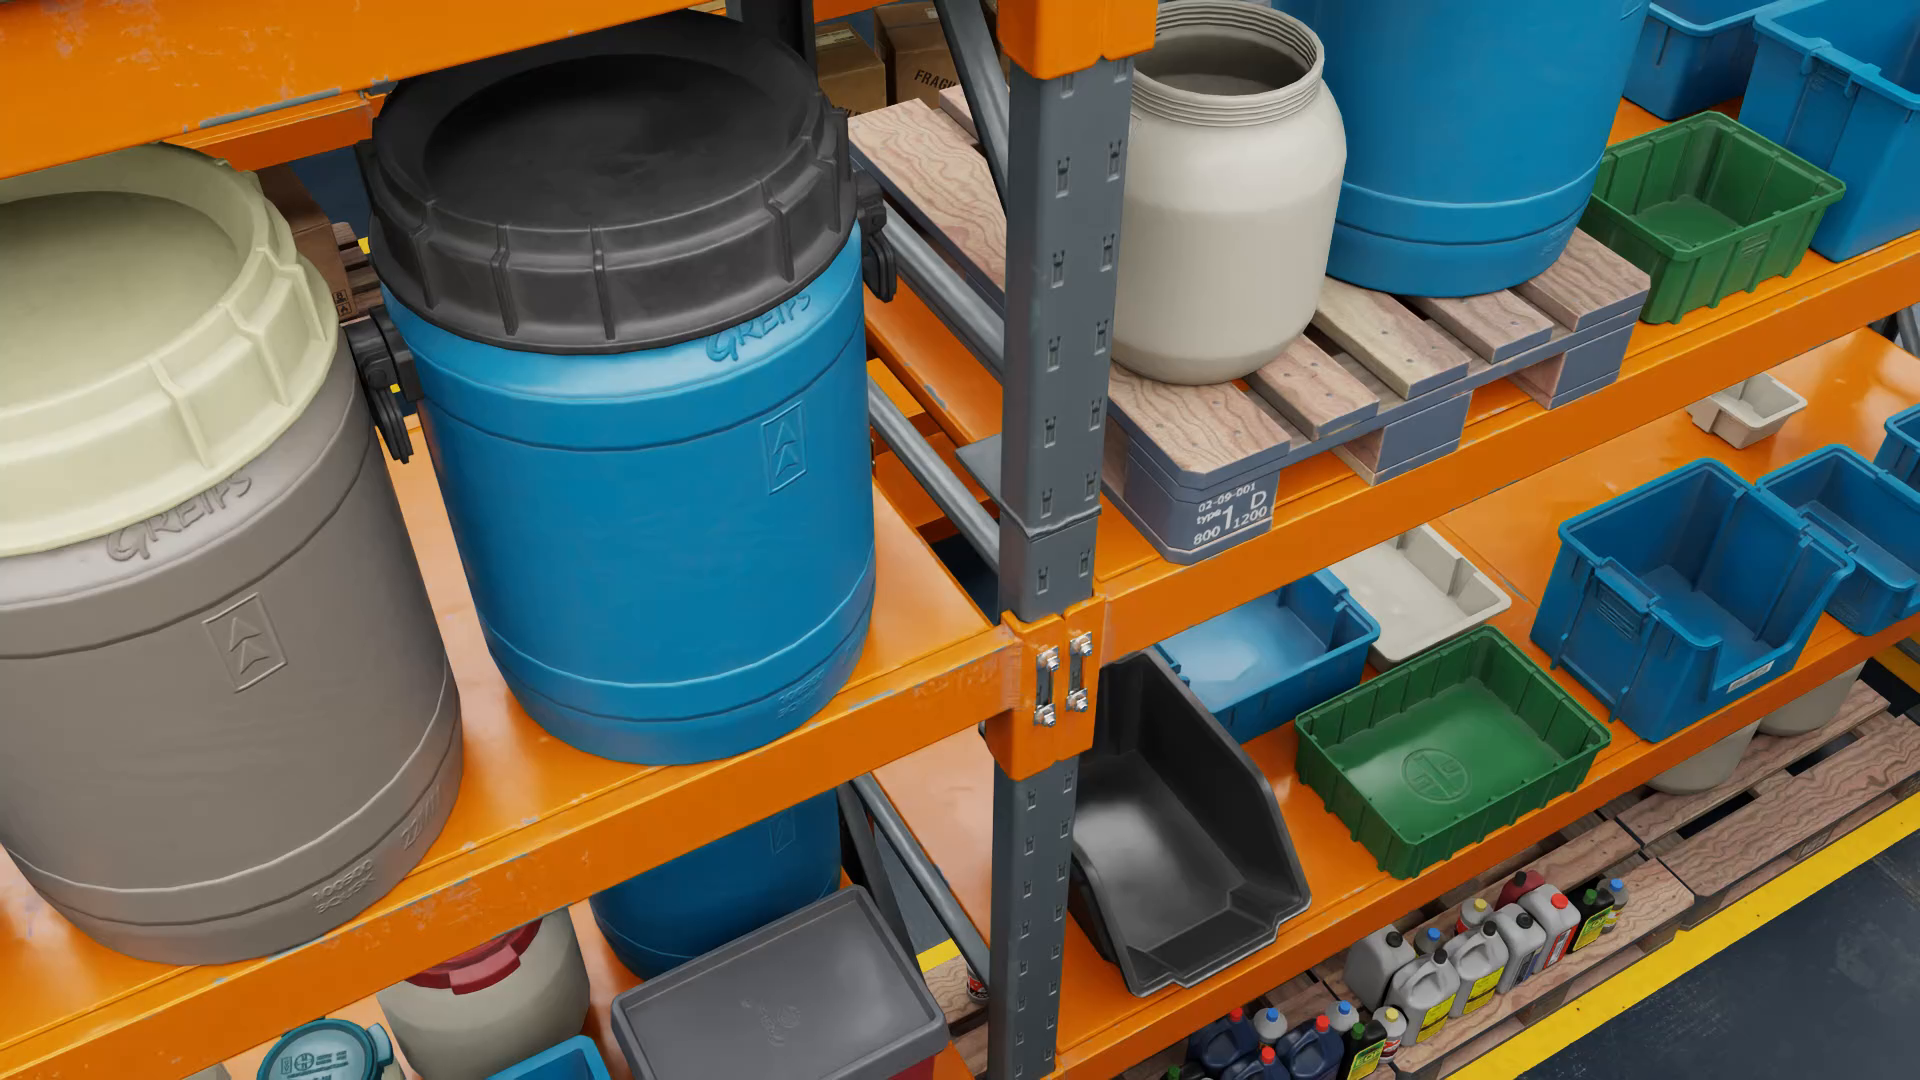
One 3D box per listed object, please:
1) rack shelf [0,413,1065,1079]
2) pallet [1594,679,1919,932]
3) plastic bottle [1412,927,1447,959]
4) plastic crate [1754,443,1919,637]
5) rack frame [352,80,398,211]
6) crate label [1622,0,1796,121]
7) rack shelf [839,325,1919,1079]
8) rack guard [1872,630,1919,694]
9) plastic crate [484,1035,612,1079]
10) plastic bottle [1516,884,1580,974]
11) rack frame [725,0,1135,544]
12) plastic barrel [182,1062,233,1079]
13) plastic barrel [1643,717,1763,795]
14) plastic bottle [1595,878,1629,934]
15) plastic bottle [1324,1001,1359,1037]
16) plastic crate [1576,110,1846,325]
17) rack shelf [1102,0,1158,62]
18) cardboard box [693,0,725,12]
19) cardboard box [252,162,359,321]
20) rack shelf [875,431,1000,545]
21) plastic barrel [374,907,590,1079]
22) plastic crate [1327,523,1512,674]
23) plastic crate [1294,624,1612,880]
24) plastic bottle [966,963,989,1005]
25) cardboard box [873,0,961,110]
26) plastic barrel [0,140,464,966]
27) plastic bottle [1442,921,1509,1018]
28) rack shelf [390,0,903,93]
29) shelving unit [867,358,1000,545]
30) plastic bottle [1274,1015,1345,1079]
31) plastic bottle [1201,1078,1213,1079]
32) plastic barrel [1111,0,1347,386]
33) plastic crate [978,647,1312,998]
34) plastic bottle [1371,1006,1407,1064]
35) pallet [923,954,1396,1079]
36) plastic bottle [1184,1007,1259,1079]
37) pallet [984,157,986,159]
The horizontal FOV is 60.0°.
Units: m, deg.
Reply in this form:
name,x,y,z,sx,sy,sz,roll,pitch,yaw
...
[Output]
name,x,y,z,sx,sy,sz,roll,pitch,yaw
rack shelf,-1.826,0.634,2.306,4.000,0.370,1.077,-22,48,-21
pallet,2.627,0.704,5.873,1.213,0.211,1.003,-22,48,-21
plastic bottle,1.410,1.239,5.012,0.097,0.201,0.097,0,44,0
plastic crate,2.525,0.000,4.703,0.408,0.251,0.499,-22,48,-21
rack frame,-2.560,-2.233,6.897,0.127,3.000,1.000,-22,48,-21
crate label,1.589,-1.203,3.789,0.408,0.251,0.502,-22,48,-21
rack shelf,1.642,0.322,4.781,4.000,0.370,1.077,-22,48,-21
rack guard,3.334,0.322,6.059,0.348,0.500,1.175,-22,48,-21
plastic crate,-0.894,1.334,3.233,0.575,0.384,0.392,-22,48,-21
plastic bottle,1.770,1.162,5.038,0.135,0.276,0.152,-21,48,-21
rack frame,-0.092,-1.395,1.726,0.127,3.000,1.000,-22,48,-21
plastic barrel,-1.667,1.163,3.300,0.433,0.535,0.433,0,44,0
plastic barrel,2.409,0.561,5.503,0.421,0.512,0.421,0,44,0
plastic bottle,2.002,1.118,5.137,0.097,0.201,0.097,0,44,0
plastic bottle,1.087,1.411,4.786,0.097,0.271,0.097,0,44,0
plastic crate,1.412,-0.626,3.239,0.450,0.188,0.336,-22,48,-21
rack shelf,1.642,-1.687,2.831,4.000,0.370,1.077,-22,48,-21
cardboard box,-1.152,-2.484,7.336,0.250,0.149,0.380,-22,48,-21
cardboard box,-3.103,-1.294,7.408,0.500,0.500,0.700,-25,50,-24
rack shelf,-0.006,-0.226,6.526,1.000,0.278,0.538,-22,48,-21
plastic barrel,-1.031,0.909,3.562,0.433,0.535,0.433,0,44,0
plastic crate,1.190,0.136,4.645,0.437,0.136,0.530,-22,48,-21
plastic crate,1.225,0.533,4.199,0.662,0.188,0.450,-22,48,-21
plastic bottle,0.067,1.290,4.960,0.097,0.201,0.097,0,44,0
cardboard box,-0.142,-2.440,8.604,0.500,0.500,0.500,-10,45,-10
plastic barrel,-0.992,0.036,2.045,0.600,0.901,0.600,0,44,0
plastic bottle,1.508,1.244,4.901,0.185,0.351,0.144,-20,48,-19
rack shelf,-0.825,-2.669,7.863,4.000,0.370,1.077,-22,48,-21
shelving unit,-0.006,-0.401,6.356,1.048,1.125,0.538,-22,48,-21
plastic bottle,0.978,1.456,4.682,0.185,0.351,0.144,-24,49,-23
plastic bottle,0.669,1.603,4.584,0.135,0.276,0.152,-20,48,-20
plastic barrel,0.379,-0.540,2.617,0.421,0.512,0.421,0,44,0
plastic crate,0.425,0.675,3.945,0.504,0.338,0.767,-22,48,-21
plastic bottle,1.235,1.425,4.821,0.097,0.201,0.097,0,44,0
pallet,0.511,1.551,5.001,1.213,0.211,1.003,-22,48,-21
plastic bottle,0.743,1.434,4.705,0.185,0.351,0.144,-22,48,-21
pallet,0.121,-2.333,9.003,1.213,0.211,1.003,-22,48,-21
